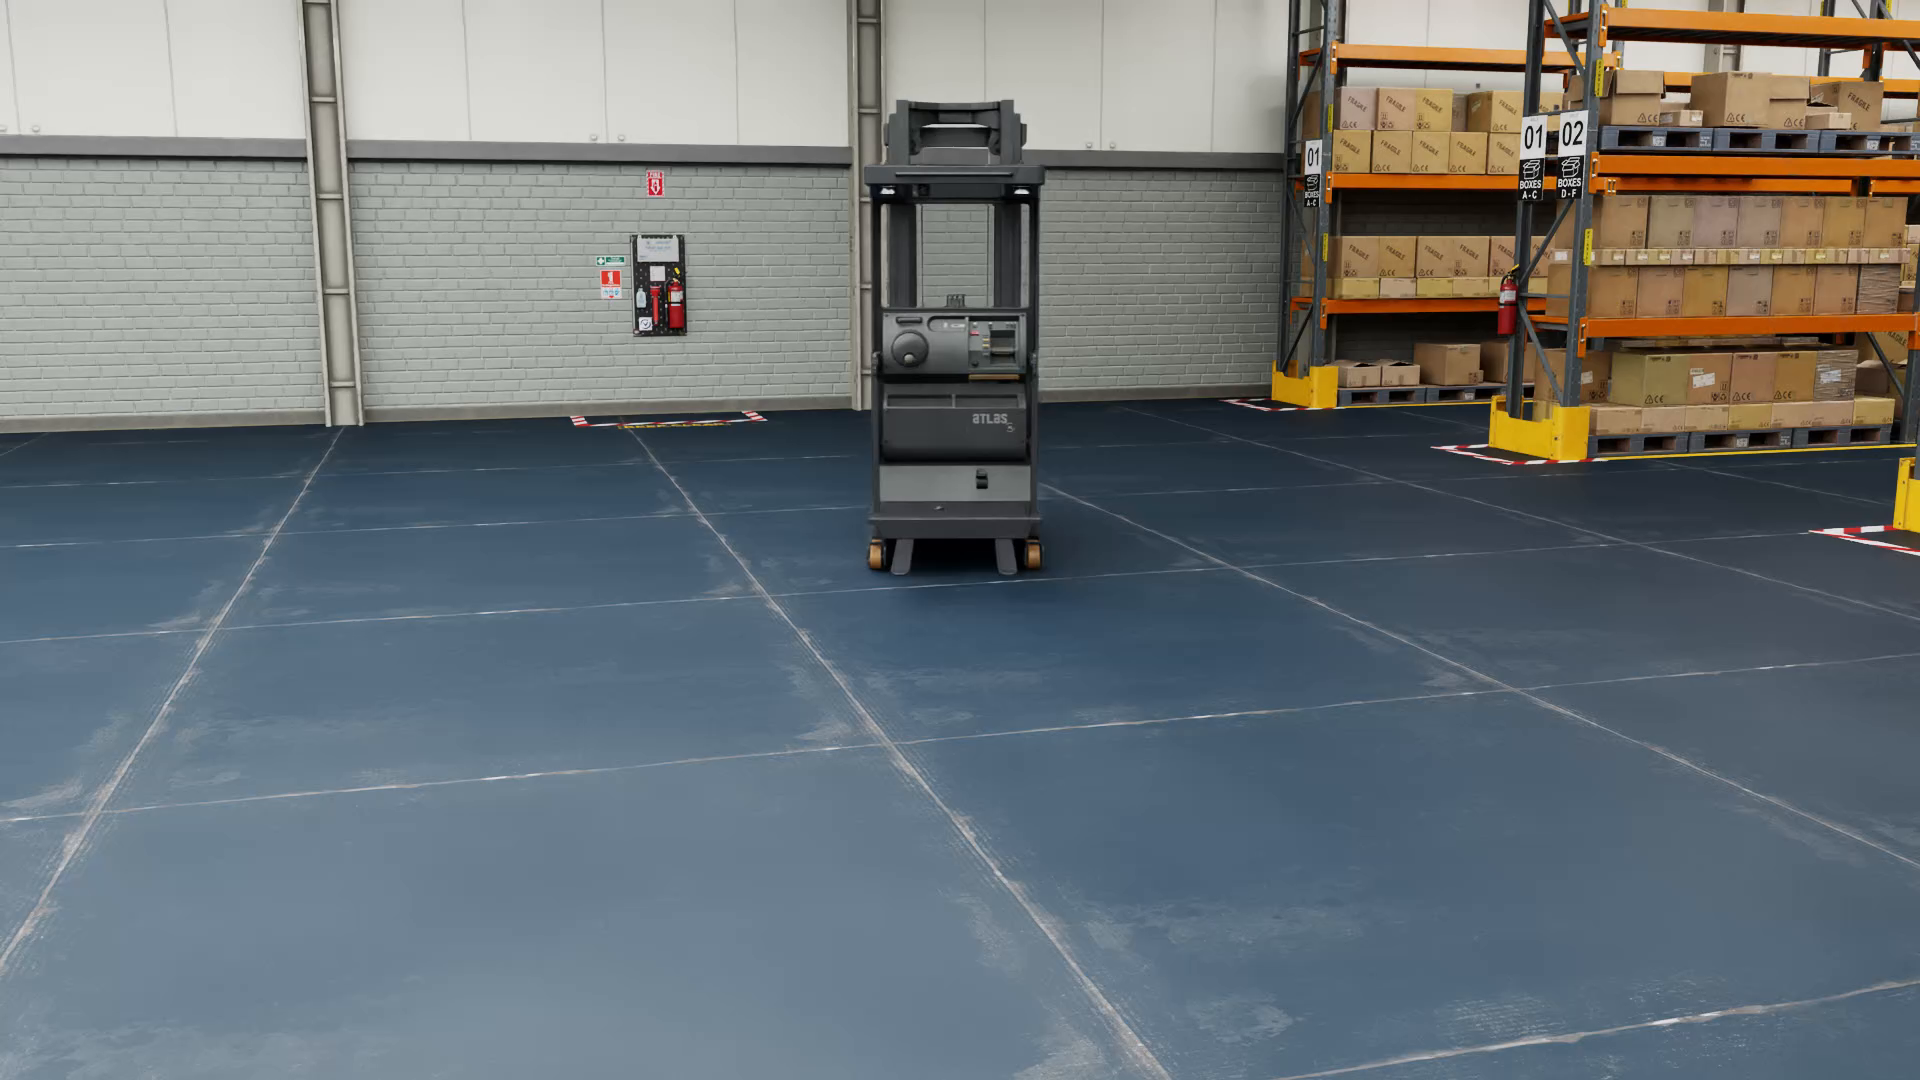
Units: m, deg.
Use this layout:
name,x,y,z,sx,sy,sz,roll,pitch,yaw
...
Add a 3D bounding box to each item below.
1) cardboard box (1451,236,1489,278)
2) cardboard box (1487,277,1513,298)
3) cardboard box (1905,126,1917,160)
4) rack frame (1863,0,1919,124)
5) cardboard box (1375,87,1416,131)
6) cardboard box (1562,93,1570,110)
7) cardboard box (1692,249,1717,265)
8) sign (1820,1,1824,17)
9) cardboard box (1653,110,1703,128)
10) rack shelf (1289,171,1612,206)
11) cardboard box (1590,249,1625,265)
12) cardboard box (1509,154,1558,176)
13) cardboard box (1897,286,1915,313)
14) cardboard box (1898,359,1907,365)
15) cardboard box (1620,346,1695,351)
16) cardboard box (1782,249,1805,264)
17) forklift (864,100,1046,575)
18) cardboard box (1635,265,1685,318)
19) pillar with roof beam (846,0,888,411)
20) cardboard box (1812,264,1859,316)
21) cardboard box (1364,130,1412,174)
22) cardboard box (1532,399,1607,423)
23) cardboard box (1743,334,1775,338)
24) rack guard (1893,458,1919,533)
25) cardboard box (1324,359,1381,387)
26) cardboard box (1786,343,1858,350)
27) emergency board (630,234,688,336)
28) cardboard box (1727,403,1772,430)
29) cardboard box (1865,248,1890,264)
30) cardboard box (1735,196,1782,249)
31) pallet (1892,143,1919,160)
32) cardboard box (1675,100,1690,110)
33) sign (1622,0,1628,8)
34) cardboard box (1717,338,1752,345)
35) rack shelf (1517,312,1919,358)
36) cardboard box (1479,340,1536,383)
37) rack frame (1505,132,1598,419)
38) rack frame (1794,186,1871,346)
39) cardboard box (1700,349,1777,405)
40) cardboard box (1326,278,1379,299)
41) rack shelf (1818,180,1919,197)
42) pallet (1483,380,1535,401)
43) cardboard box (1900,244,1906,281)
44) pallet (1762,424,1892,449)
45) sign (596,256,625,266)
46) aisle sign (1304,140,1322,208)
name,x,y,z,sx,sy,sz,roll,pitch,yaw
cardboard box,6.246,-3.541,20.784,0.500,0.500,0.500,-3,11,-14
cardboard box,6.748,-3.198,20.990,0.500,0.250,0.500,-3,11,-16
cardboard box,12.861,-5.404,22.839,0.500,0.500,0.700,-4,11,-19
rack frame,9.465,-5.480,16.457,0.127,3.000,1.000,-3,11,-16
cardboard box,5.170,-5.208,20.171,0.500,0.500,0.500,-3,11,-17
cardboard box,7.672,-5.344,20.910,0.500,0.500,0.500,-4,11,-21
cardboard box,7.052,-2.730,16.023,0.250,0.149,0.380,-3,11,-18
sign,11.759,-7.177,22.658,0.005,0.325,0.100,-3,11,-16
cardboard box,6.803,-3.983,15.758,0.250,0.149,0.380,-3,11,-16
rack shelf,6.157,-4.410,20.921,4.000,0.370,1.077,-3,11,-16
cardboard box,6.062,-2.677,15.738,0.250,0.149,0.380,-3,11,-16
cardboard box,7.172,-4.833,20.895,0.500,0.500,0.500,-4,11,-21
cardboard box,9.926,-2.488,17.191,0.500,0.250,0.500,-2,11,-12
cardboard box,10.272,-1.757,17.692,0.500,0.311,0.500,-3,11,-14
cardboard box,7.012,-1.682,16.761,0.500,0.500,0.500,-3,11,-16
cardboard box,8.044,-2.782,16.308,0.250,0.149,0.380,-3,11,-14
forklift,-0.032,-1.306,10.547,1.130,2.935,3.031,0,10,0
cardboard box,6.579,-2.425,16.157,0.500,0.500,0.700,-3,11,-14
pillar with roof beam,0.109,-5.272,15.329,0.400,9.000,9.100,-3,11,-16
cardboard box,8.536,-2.527,16.712,0.500,0.500,0.700,-3,11,-17
cardboard box,5.153,-4.716,20.265,0.500,0.500,0.500,-2,11,-12
cardboard box,6.057,-1.260,16.538,0.500,0.250,0.500,-3,11,-16
cardboard box,10.676,-2.885,22.551,0.500,0.250,0.500,-3,11,-15
rack guard,7.065,-0.248,11.514,0.348,0.500,1.175,-3,11,-16
cardboard box,4.926,-2.101,20.886,0.500,0.311,0.500,-4,11,-22
cardboard box,8.932,-1.783,17.312,0.500,0.500,0.500,-3,11,-16
emergency board,-3.477,-2.952,19.294,0.643,1.169,0.194,-3,11,-16
cardboard box,7.642,-1.245,16.460,0.500,0.250,0.500,-3,11,-16
cardboard box,9.026,-2.834,16.590,0.250,0.149,0.380,-3,11,-17
cardboard box,7.595,-3.117,16.332,0.500,0.500,0.700,-3,11,-16
pallet,10.308,-3.957,17.001,1.217,0.209,0.805,-3,11,-18
cardboard box,7.190,-4.166,16.305,0.500,0.311,0.500,-2,11,-9
sign,8.211,-6.744,20.525,0.005,0.325,0.100,-3,11,-16
cardboard box,10.245,-2.498,22.521,0.500,0.500,0.700,-3,11,-16
rack shelf,7.545,-2.074,16.516,4.000,0.370,1.077,-3,11,-16
cardboard box,7.092,-2.318,21.540,0.500,0.500,0.500,-4,11,-20
rack frame,5.625,-2.327,15.901,0.127,3.000,1.000,-3,11,-16
rack frame,11.918,-3.593,22.777,0.127,3.000,1.000,-3,11,-16
cardboard box,7.643,-1.614,16.391,0.500,0.500,0.500,-3,11,-16
cardboard box,4.794,-3.093,20.424,0.500,0.250,0.500,-3,11,-18
rack shelf,13.838,-4.815,23.120,4.000,0.370,1.077,-3,11,-16
pallet,7.442,-1.979,21.711,1.213,0.211,1.003,-3,11,-16
cardboard box,12.456,-3.778,22.631,0.500,0.500,0.500,-3,11,-14
pallet,8.690,-1.125,17.074,1.213,0.211,1.003,-3,11,-16
sign,-4.030,-3.218,19.181,0.331,0.109,0.001,-3,11,-16
aisle sign,4.251,-4.410,20.039,0.004,0.787,0.394,-3,11,-16
